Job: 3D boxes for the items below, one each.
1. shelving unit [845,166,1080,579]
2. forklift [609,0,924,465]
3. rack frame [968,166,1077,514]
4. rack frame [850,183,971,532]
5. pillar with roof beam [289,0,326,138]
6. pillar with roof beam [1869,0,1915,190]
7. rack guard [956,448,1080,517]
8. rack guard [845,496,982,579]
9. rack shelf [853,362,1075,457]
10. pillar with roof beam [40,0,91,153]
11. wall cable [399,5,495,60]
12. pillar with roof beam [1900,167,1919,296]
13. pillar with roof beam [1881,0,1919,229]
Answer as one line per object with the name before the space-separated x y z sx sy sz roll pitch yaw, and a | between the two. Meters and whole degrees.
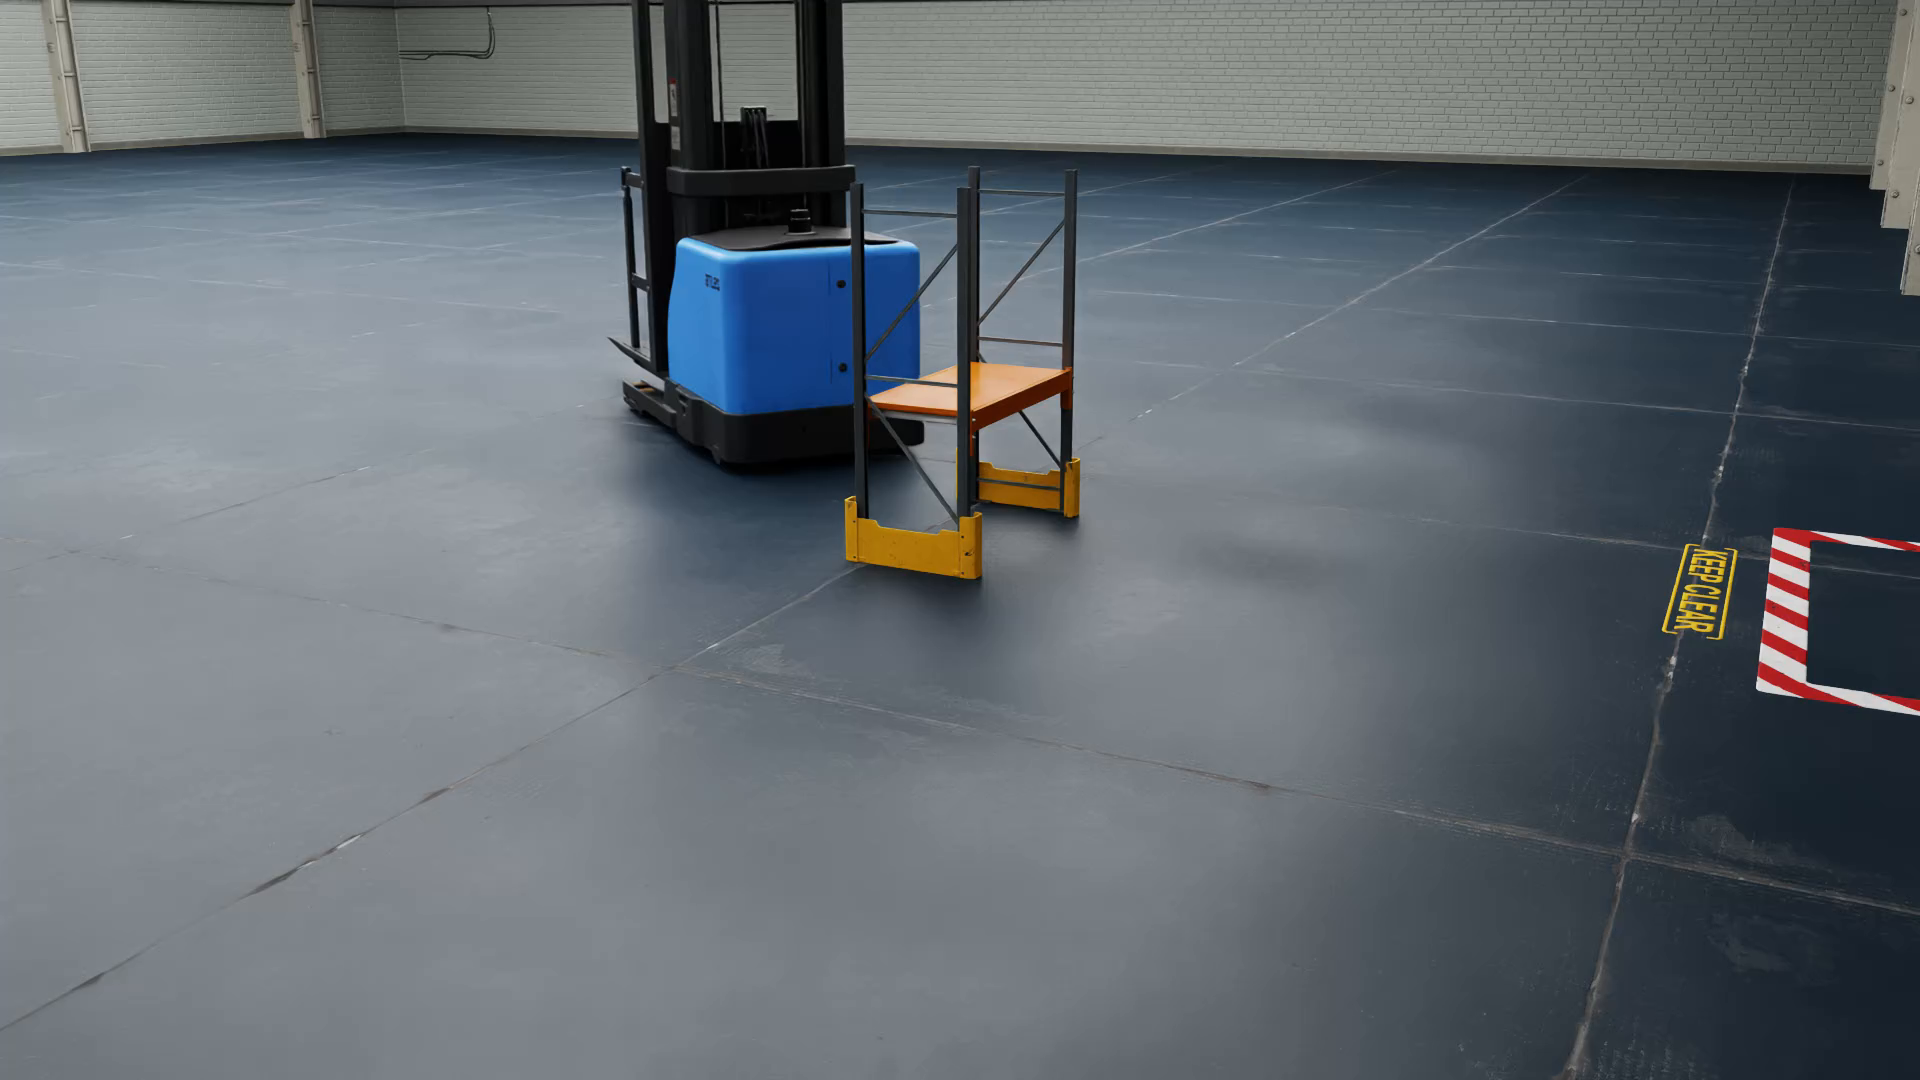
shelving unit | 0.034 -0.738 6.876 0.587 1.500 1.083 8 18 25
forklift | -1.279 -2.145 9.099 1.130 2.935 3.031 -8 18 -25
rack frame | 0.265 -0.870 7.320 0.500 1.500 0.032 8 18 25
rack frame | -0.189 -0.611 6.448 0.500 1.500 0.032 8 18 25
pillar with roof beam | -10.831 -12.922 34.725 9.100 9.000 0.400 8 18 25
pillar with roof beam | 9.646 -10.010 24.921 9.100 9.000 0.400 8 18 25
rack guard | 0.257 -0.266 7.481 0.587 0.250 0.087 8 18 25
rack guard | -0.188 -0.012 6.627 0.587 0.250 0.087 8 18 25
rack shelf | 0.038 -0.568 6.935 0.538 0.185 1.000 8 18 25
pillar with roof beam | -13.513 -11.394 29.580 9.100 9.000 0.400 8 18 25
wall cable | -12.183 -12.563 38.972 3.097 2.526 0.112 8 18 25
pillar with roof beam | 4.284 -6.953 14.630 9.100 9.000 0.400 8 18 25
pillar with roof beam | 6.965 -8.481 19.775 9.100 9.000 0.400 8 18 25
